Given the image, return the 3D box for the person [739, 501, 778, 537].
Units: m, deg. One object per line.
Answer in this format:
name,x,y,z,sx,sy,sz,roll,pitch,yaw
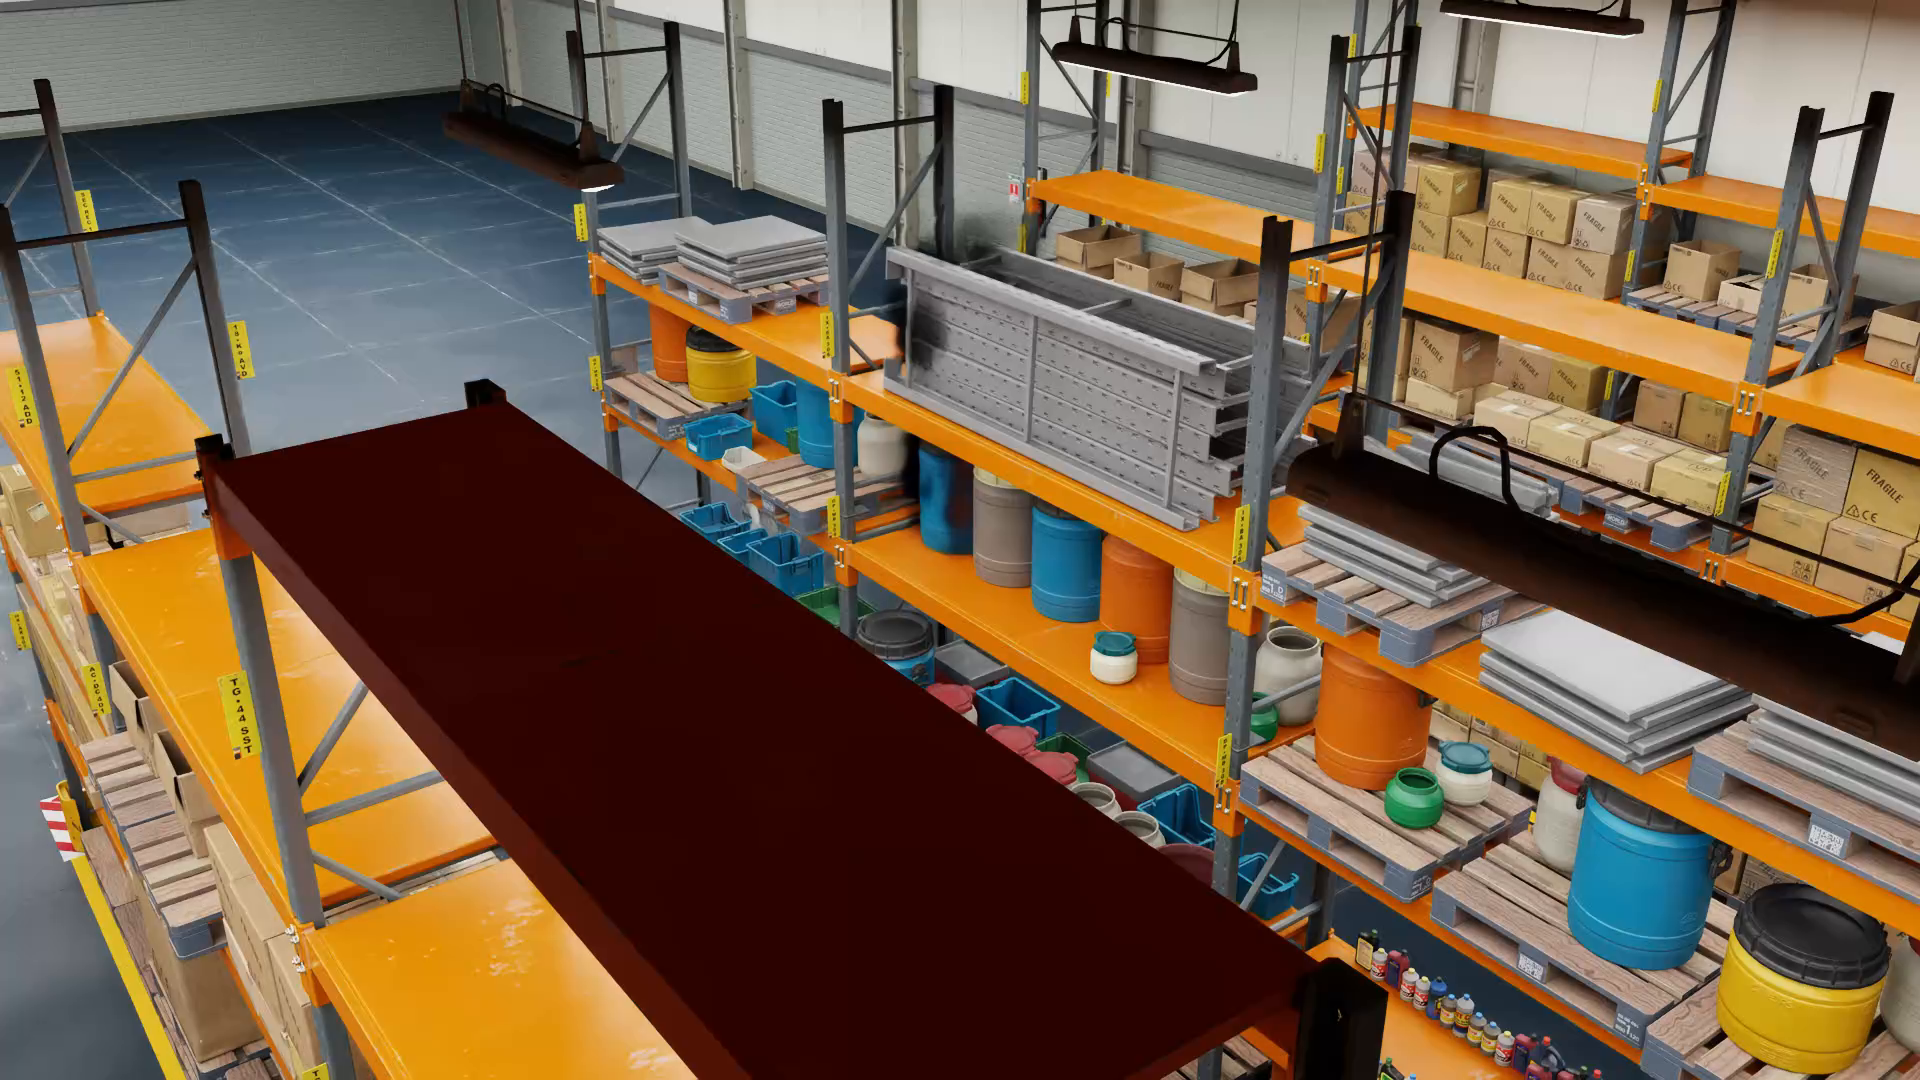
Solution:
person,-2.093,-0.025,17.218,0.570,1.551,0.557,12,27,24
